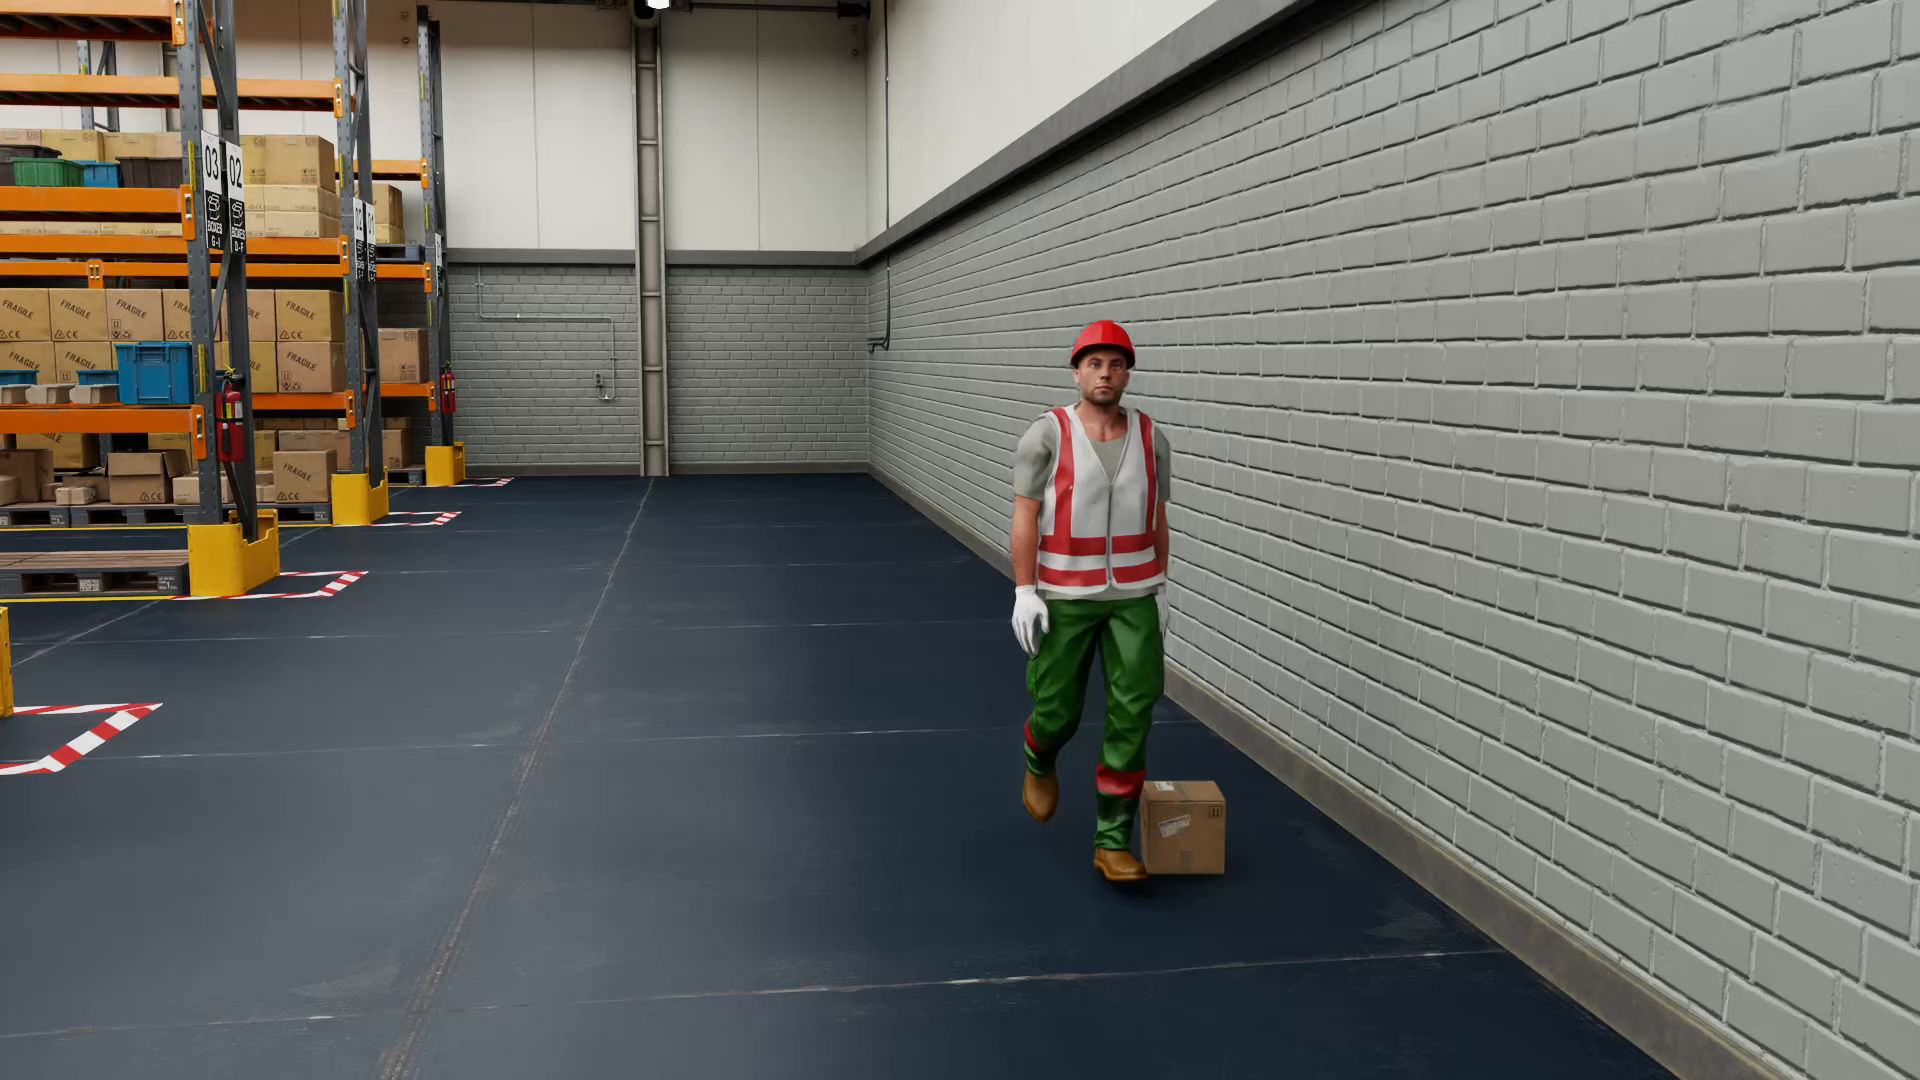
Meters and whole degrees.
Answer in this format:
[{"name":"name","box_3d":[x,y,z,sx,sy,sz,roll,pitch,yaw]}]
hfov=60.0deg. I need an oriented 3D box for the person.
[{"name":"person","box_3d":[0.421,0.176,5.407,0.552,1.769,0.759,-1,6,-10]}]
